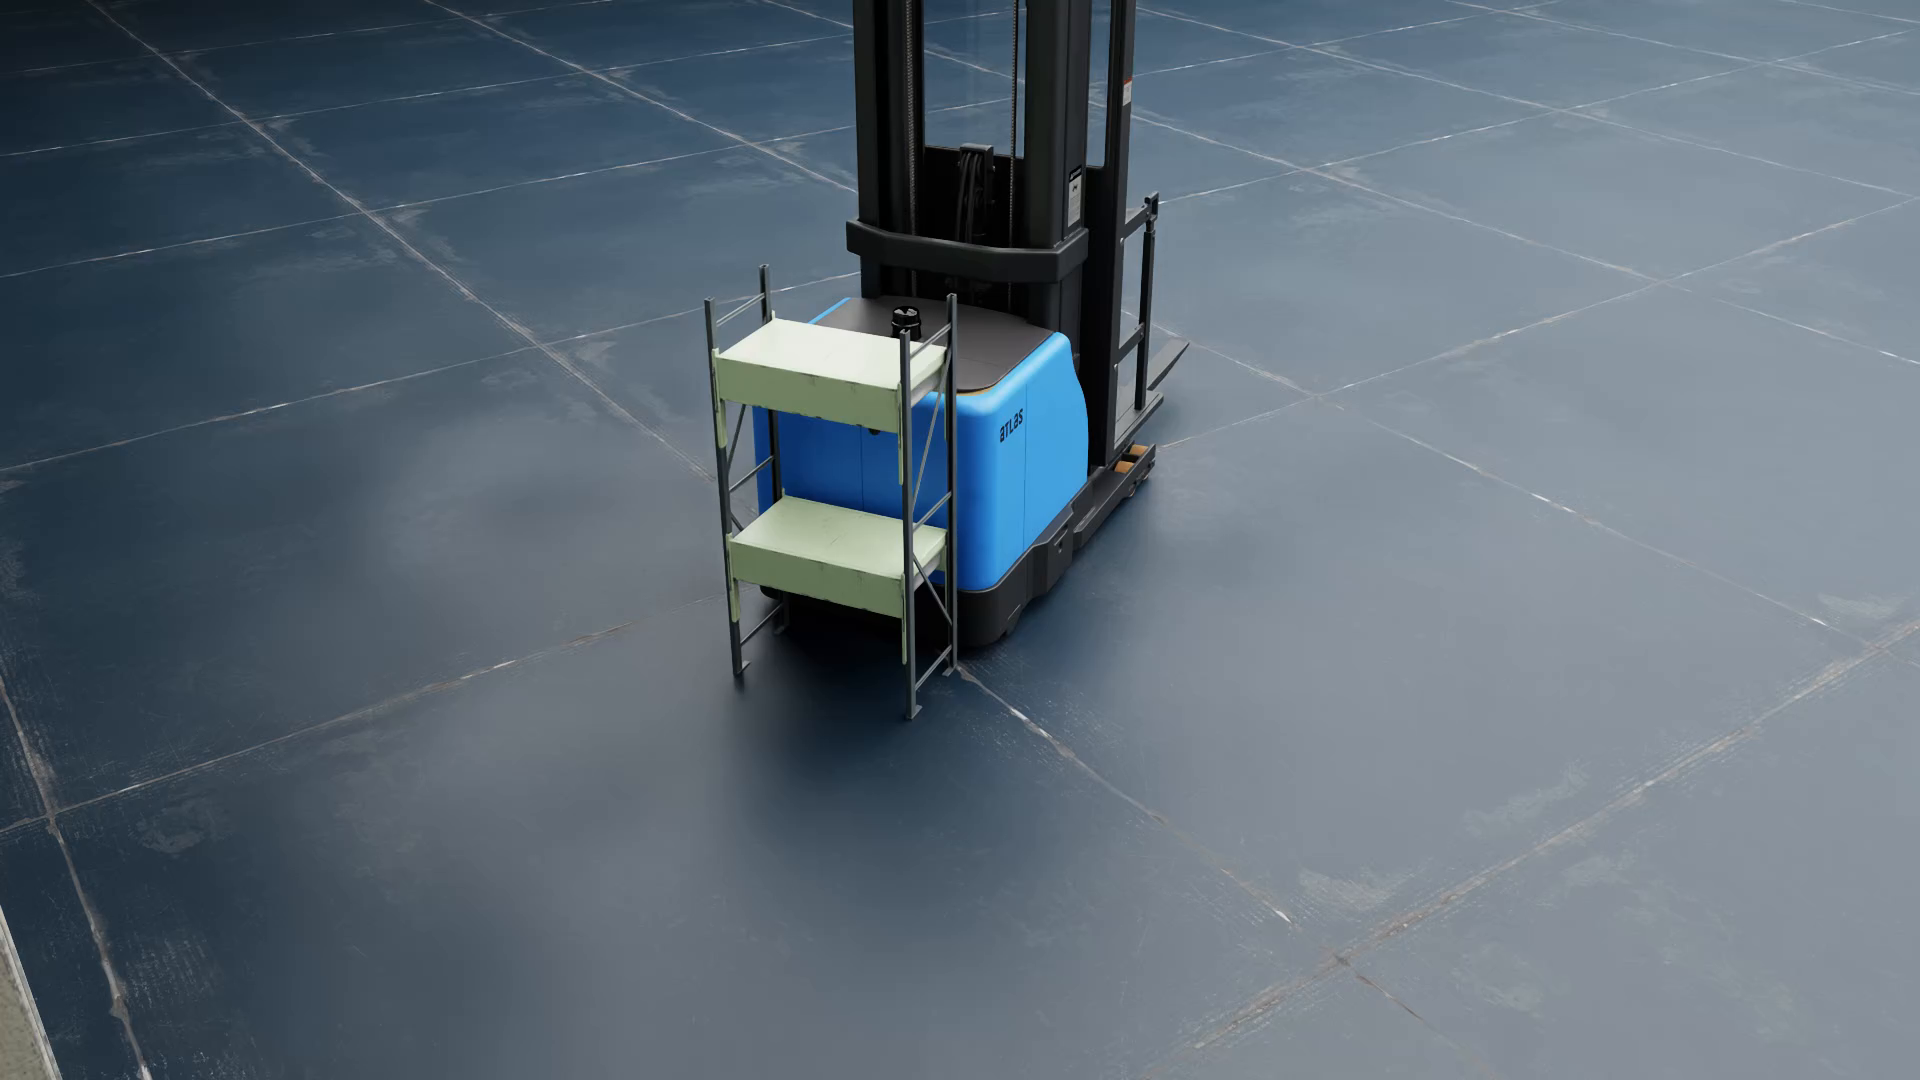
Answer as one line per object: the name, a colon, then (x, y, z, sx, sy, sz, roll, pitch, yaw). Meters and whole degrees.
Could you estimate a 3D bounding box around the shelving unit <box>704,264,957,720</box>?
shelving unit: (-0.437, -0.163, 5.986, 0.755, 1.500, 0.431, 12, 31, 21)

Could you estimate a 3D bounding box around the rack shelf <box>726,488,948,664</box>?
rack shelf: (-0.437, 0.123, 6.142, 0.720, 0.370, 0.431, 12, 31, 21)

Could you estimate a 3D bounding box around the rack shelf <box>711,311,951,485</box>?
rack shelf: (-0.437, -0.506, 5.800, 0.720, 0.370, 0.431, 12, 31, 21)

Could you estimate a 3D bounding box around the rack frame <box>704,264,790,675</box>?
rack frame: (-0.771, -0.235, 6.119, 0.023, 1.500, 0.400, 12, 31, 21)

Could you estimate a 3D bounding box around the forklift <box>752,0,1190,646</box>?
forklift: (0.265, -1.561, 7.060, 1.130, 2.935, 3.031, 12, 31, 22)

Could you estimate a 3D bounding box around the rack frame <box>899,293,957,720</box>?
rack frame: (-0.103, -0.092, 5.854, 0.023, 1.500, 0.400, 12, 31, 21)
